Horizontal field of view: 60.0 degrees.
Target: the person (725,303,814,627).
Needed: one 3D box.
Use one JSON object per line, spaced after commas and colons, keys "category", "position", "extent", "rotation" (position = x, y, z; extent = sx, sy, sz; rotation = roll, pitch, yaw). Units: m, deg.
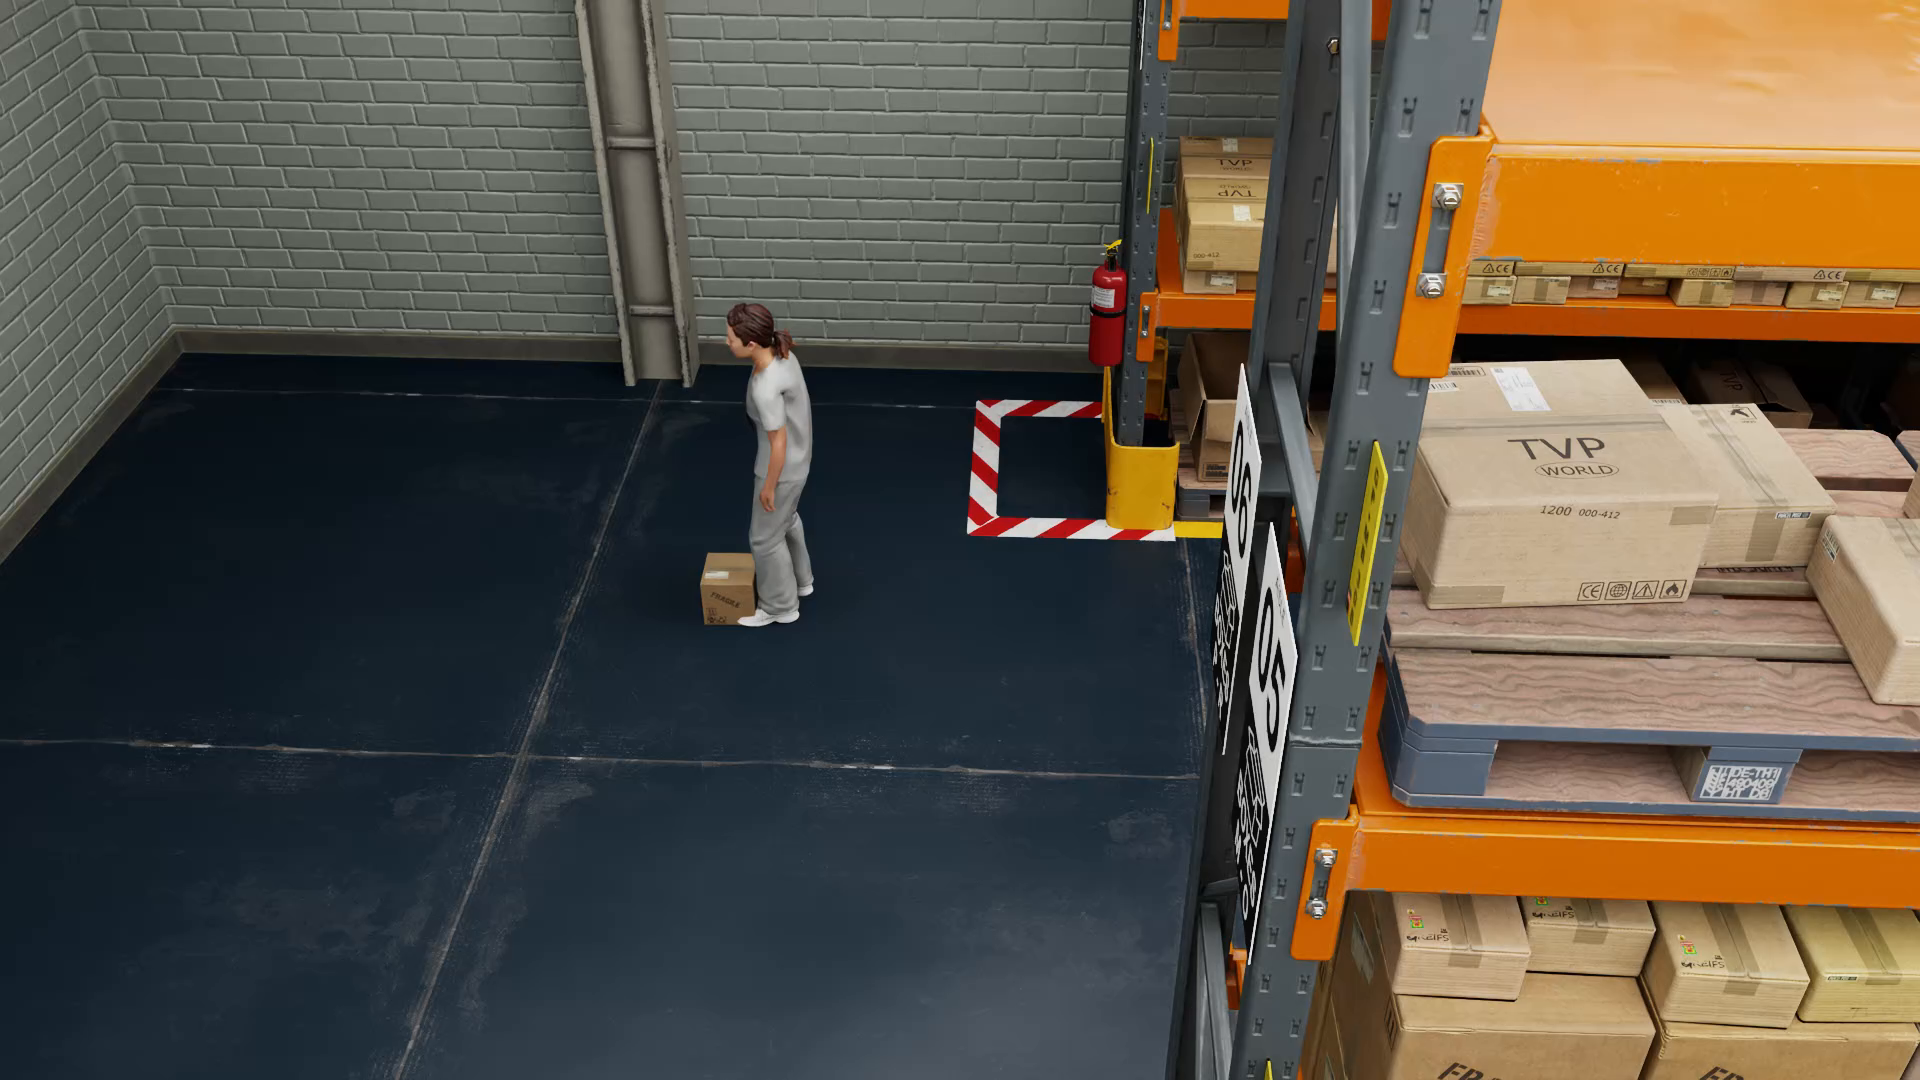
{"category": "person", "position": [-0.875, -0.340, 7.589], "extent": [0.416, 1.671, 0.498], "rotation": [0, 36, 0]}
